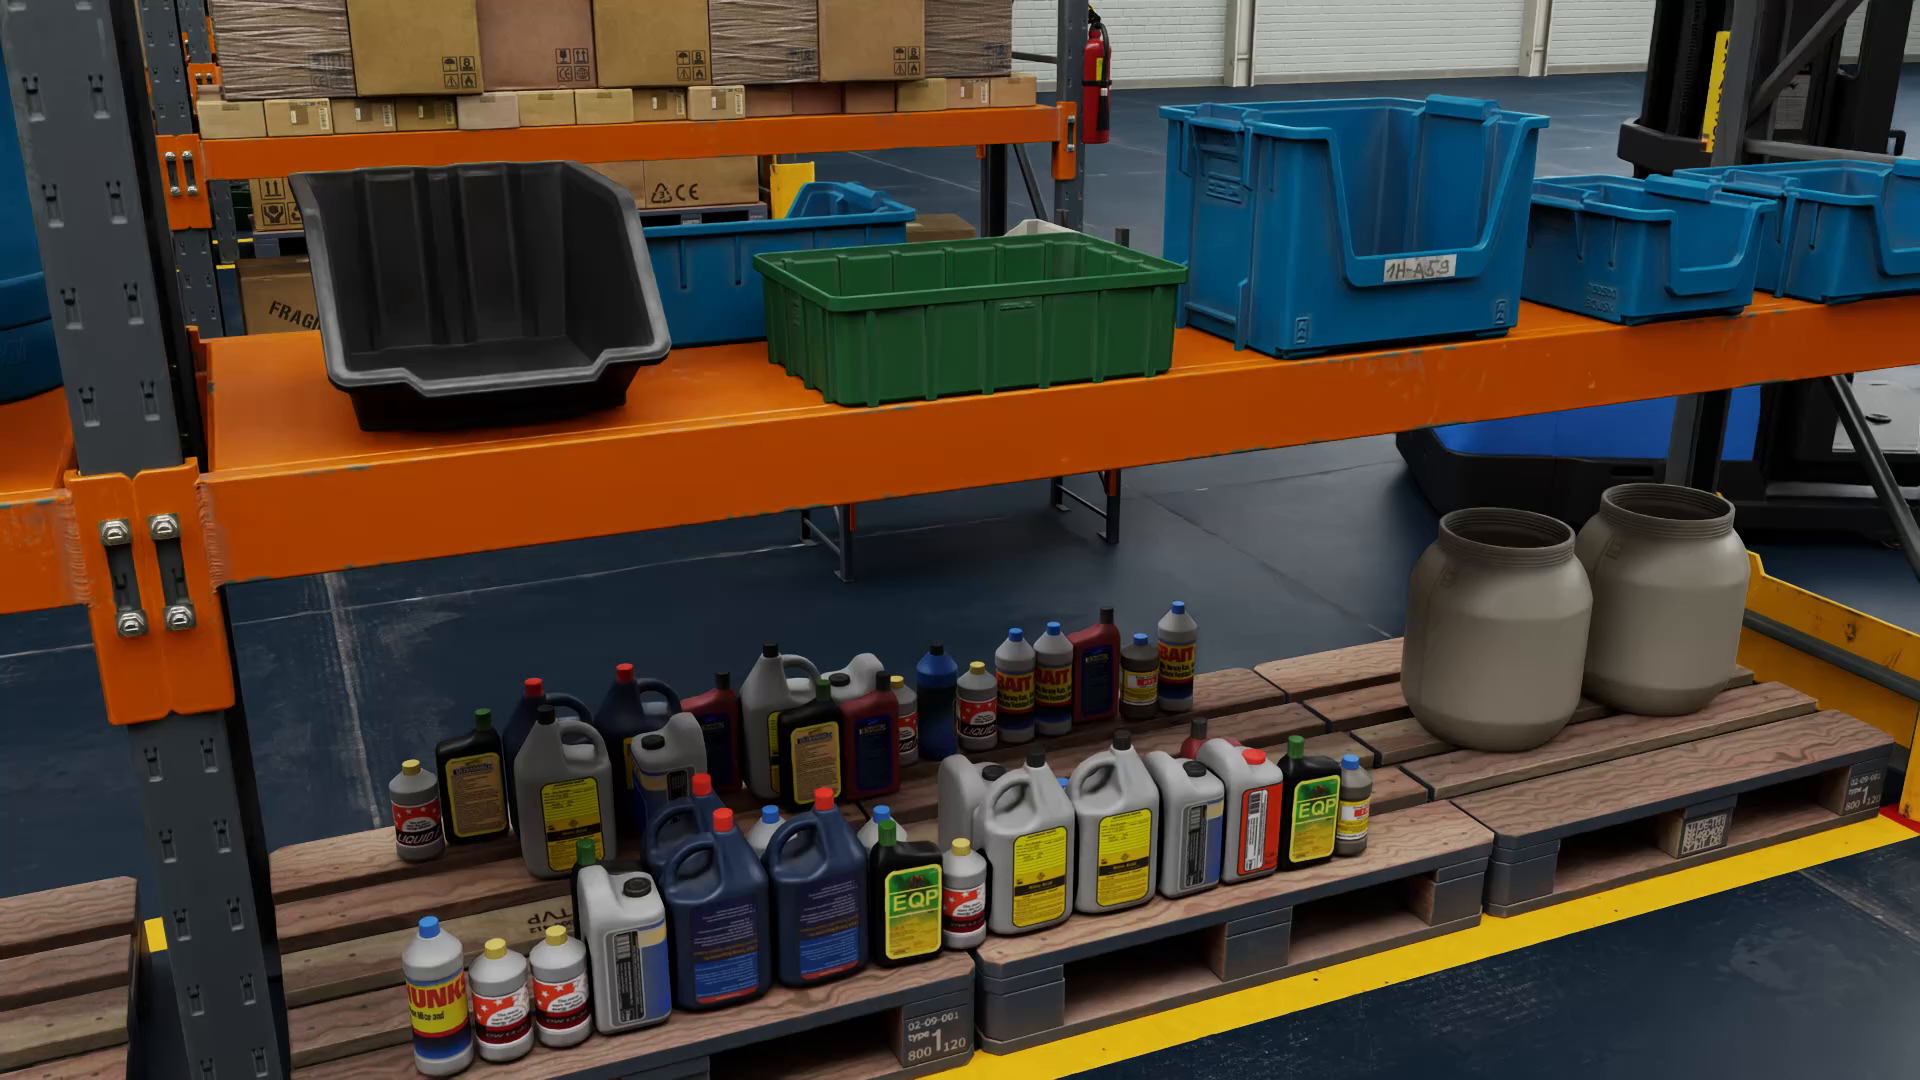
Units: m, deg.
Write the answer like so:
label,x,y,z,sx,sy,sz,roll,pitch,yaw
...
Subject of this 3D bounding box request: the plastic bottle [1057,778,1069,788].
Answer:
label,x,y,z,sx,sy,sz,roll,pitch,yaw
plastic bottle,0.206,0.584,3.398,0.097,0.201,0.097,0,19,0

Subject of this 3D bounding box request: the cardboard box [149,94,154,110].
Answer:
label,x,y,z,sx,sy,sz,roll,pitch,yaw
cardboard box,-9.677,-5.464,19.968,0.625,0.625,0.875,-7,21,-20

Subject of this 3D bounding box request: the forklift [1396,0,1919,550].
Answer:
label,x,y,z,sx,sy,sz,roll,pitch,yaw
forklift,3.293,-1.528,5.947,3.031,2.935,1.130,1,19,4

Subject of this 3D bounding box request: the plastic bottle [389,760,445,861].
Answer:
label,x,y,z,sx,sy,sz,roll,pitch,yaw
plastic bottle,-1.136,0.557,3.474,0.097,0.201,0.097,0,19,0

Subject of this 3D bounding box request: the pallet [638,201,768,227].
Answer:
label,x,y,z,sx,sy,sz,roll,pitch,yaw
pallet,-2.210,-2.531,12.892,1.213,0.211,1.003,-8,21,-22

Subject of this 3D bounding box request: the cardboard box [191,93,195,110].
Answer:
label,x,y,z,sx,sy,sz,roll,pitch,yaw
cardboard box,-6.501,-3.584,14.309,0.500,0.500,0.500,-8,21,-22

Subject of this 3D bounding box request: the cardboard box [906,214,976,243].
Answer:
label,x,y,z,sx,sy,sz,roll,pitch,yaw
cardboard box,-0.215,-1.391,8.588,0.500,0.500,0.500,-4,20,-12

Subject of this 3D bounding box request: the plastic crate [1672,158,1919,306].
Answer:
label,x,y,z,sx,sy,sz,roll,pitch,yaw
plastic crate,1.986,-0.712,3.750,0.616,0.251,0.499,-8,21,-22

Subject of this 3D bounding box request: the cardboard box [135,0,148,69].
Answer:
label,x,y,z,sx,sy,sz,roll,pitch,yaw
cardboard box,-5.553,-3.346,10.857,0.500,0.500,0.500,-8,21,-22

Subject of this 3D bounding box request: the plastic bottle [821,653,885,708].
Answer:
label,x,y,z,sx,sy,sz,roll,pitch,yaw
plastic bottle,-0.245,0.404,3.796,0.135,0.276,0.152,-8,21,-21

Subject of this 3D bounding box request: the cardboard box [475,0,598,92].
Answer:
label,x,y,z,sx,sy,sz,roll,pitch,yaw
cardboard box,-1.978,-2.302,7.446,0.500,0.500,0.875,-8,21,-22

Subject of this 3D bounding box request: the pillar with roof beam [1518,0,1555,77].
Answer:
label,x,y,z,sx,sy,sz,roll,pitch,yaw
pillar with roof beam,11.707,-11.053,23.863,0.400,9.000,9.100,-8,21,-22

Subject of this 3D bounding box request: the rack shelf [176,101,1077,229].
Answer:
label,x,y,z,sx,sy,sz,roll,pitch,yaw
rack shelf,-1.471,-1.847,7.834,4.000,0.370,1.077,-8,21,-22

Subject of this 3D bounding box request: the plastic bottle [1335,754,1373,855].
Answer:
label,x,y,z,sx,sy,sz,roll,pitch,yaw
plastic bottle,0.814,0.549,3.498,0.097,0.201,0.097,0,19,0

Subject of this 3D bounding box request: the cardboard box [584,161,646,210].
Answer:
label,x,y,z,sx,sy,sz,roll,pitch,yaw
cardboard box,-2.911,-2.945,12.437,0.875,0.875,0.875,-9,21,-23

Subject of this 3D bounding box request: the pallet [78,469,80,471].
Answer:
label,x,y,z,sx,sy,sz,roll,pitch,yaw
pallet,-4.022,-0.505,7.138,1.213,0.211,1.003,-8,21,-22

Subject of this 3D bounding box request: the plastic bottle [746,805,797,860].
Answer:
label,x,y,z,sx,sy,sz,roll,pitch,yaw
plastic bottle,-0.355,0.631,3.158,0.097,0.271,0.097,0,19,0

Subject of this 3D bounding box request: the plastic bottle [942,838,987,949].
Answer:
label,x,y,z,sx,sy,sz,roll,pitch,yaw
plastic bottle,0.002,0.665,3.167,0.097,0.201,0.097,0,19,0

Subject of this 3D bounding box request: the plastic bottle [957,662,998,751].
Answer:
label,x,y,z,sx,sy,sz,roll,pitch,yaw
plastic bottle,0.041,0.388,3.954,0.097,0.201,0.097,0,19,0

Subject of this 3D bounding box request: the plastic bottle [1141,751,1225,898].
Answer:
label,x,y,z,sx,sy,sz,roll,pitch,yaw
plastic bottle,0.444,0.557,3.363,0.135,0.276,0.152,-9,21,-23

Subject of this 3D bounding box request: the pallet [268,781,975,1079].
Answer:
label,x,y,z,sx,sy,sz,roll,pitch,yaw
pallet,-0.713,0.827,3.355,1.213,0.211,1.003,-8,21,-22

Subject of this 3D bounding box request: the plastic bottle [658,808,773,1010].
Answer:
label,x,y,z,sx,sy,sz,roll,pitch,yaw
plastic bottle,-0.440,0.650,2.986,0.185,0.351,0.144,-8,21,-20

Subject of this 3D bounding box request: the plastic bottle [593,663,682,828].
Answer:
label,x,y,z,sx,sy,sz,roll,pitch,yaw
plastic bottle,-0.693,0.432,3.606,0.185,0.351,0.144,-9,21,-25

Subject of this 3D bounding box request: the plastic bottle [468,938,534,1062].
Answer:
label,x,y,z,sx,sy,sz,roll,pitch,yaw
plastic bottle,-0.787,0.778,2.846,0.097,0.201,0.097,0,19,0

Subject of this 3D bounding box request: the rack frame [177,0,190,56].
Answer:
label,x,y,z,sx,sy,sz,roll,pitch,yaw
rack frame,-7.233,-4.945,15.550,0.127,3.000,1.000,-8,21,-22

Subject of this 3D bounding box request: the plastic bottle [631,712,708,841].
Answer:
label,x,y,z,sx,sy,sz,roll,pitch,yaw
plastic bottle,-0.611,0.509,3.500,0.135,0.276,0.152,-8,21,-22

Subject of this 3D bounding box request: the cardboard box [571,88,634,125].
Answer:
label,x,y,z,sx,sy,sz,roll,pitch,yaw
cardboard box,-1.619,-1.942,7.401,0.250,0.149,0.380,-8,21,-22

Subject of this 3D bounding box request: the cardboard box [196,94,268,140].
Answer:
label,x,y,z,sx,sy,sz,roll,pitch,yaw
cardboard box,-2.991,-1.741,6.829,0.250,0.149,0.380,-8,21,-22

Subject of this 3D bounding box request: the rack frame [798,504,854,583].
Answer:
label,x,y,z,sx,sy,sz,roll,pitch,yaw
rack frame,-0.473,-0.463,5.643,0.032,1.125,0.500,-8,21,-22

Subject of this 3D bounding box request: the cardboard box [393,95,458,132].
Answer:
label,x,y,z,sx,sy,sz,roll,pitch,yaw
cardboard box,-2.312,-1.847,7.130,0.250,0.149,0.380,-8,21,-22

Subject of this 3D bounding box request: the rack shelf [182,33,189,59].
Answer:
label,x,y,z,sx,sy,sz,roll,pitch,yaw
rack shelf,-9.070,-4.343,14.922,4.000,0.370,1.077,-8,21,-22

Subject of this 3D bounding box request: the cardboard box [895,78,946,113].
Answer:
label,x,y,z,sx,sy,sz,roll,pitch,yaw
cardboard box,-0.254,-2.149,7.987,0.250,0.149,0.380,-8,21,-22

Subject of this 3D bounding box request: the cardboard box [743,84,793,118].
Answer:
label,x,y,z,sx,sy,sz,roll,pitch,yaw
cardboard box,-0.956,-2.061,7.737,0.250,0.149,0.380,-8,21,-22

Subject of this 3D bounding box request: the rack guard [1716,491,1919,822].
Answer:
label,x,y,z,sx,sy,sz,roll,pitch,yaw
rack guard,2.276,0.265,4.518,0.348,0.500,1.175,-8,21,-22

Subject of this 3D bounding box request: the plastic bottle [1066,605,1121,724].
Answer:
label,x,y,z,sx,sy,sz,roll,pitch,yaw
plastic bottle,0.324,0.303,4.074,0.133,0.283,0.061,-8,21,-21

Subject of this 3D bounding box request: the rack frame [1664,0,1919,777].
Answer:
label,x,y,z,sx,sy,sz,roll,pitch,yaw
rack frame,2.327,-0.939,4.172,0.127,3.000,1.000,-8,21,-22

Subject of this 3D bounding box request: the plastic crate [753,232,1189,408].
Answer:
label,x,y,z,sx,sy,sz,roll,pitch,yaw
plastic crate,0.012,-0.405,2.975,0.662,0.188,0.450,-8,21,-22

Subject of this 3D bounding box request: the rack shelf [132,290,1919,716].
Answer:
label,x,y,z,sx,sy,sz,roll,pitch,yaw
rack shelf,0.490,-0.336,3.544,4.000,0.370,1.077,-8,21,-22

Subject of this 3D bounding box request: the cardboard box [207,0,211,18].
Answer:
label,x,y,z,sx,sy,sz,roll,pitch,yaw
cardboard box,-6.719,-5.105,15.407,0.500,0.500,0.500,-8,21,-22

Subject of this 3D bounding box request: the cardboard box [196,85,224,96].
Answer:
label,x,y,z,sx,sy,sz,roll,pitch,yaw
cardboard box,-3.227,-1.922,7.344,0.250,0.149,0.380,-8,21,-22

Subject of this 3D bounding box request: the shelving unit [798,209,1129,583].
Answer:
label,x,y,z,sx,sy,sz,roll,pitch,yaw
shelving unit,-0.006,-0.530,5.833,1.048,1.125,0.538,-8,21,-22

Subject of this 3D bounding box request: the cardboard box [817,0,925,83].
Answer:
label,x,y,z,sx,sy,sz,roll,pitch,yaw
cardboard box,-0.563,-2.470,7.923,0.500,0.500,0.875,-8,21,-22

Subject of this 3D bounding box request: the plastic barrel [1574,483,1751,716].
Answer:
label,x,y,z,sx,sy,sz,roll,pitch,yaw
plastic barrel,1.753,0.146,4.203,0.421,0.512,0.421,0,19,0
